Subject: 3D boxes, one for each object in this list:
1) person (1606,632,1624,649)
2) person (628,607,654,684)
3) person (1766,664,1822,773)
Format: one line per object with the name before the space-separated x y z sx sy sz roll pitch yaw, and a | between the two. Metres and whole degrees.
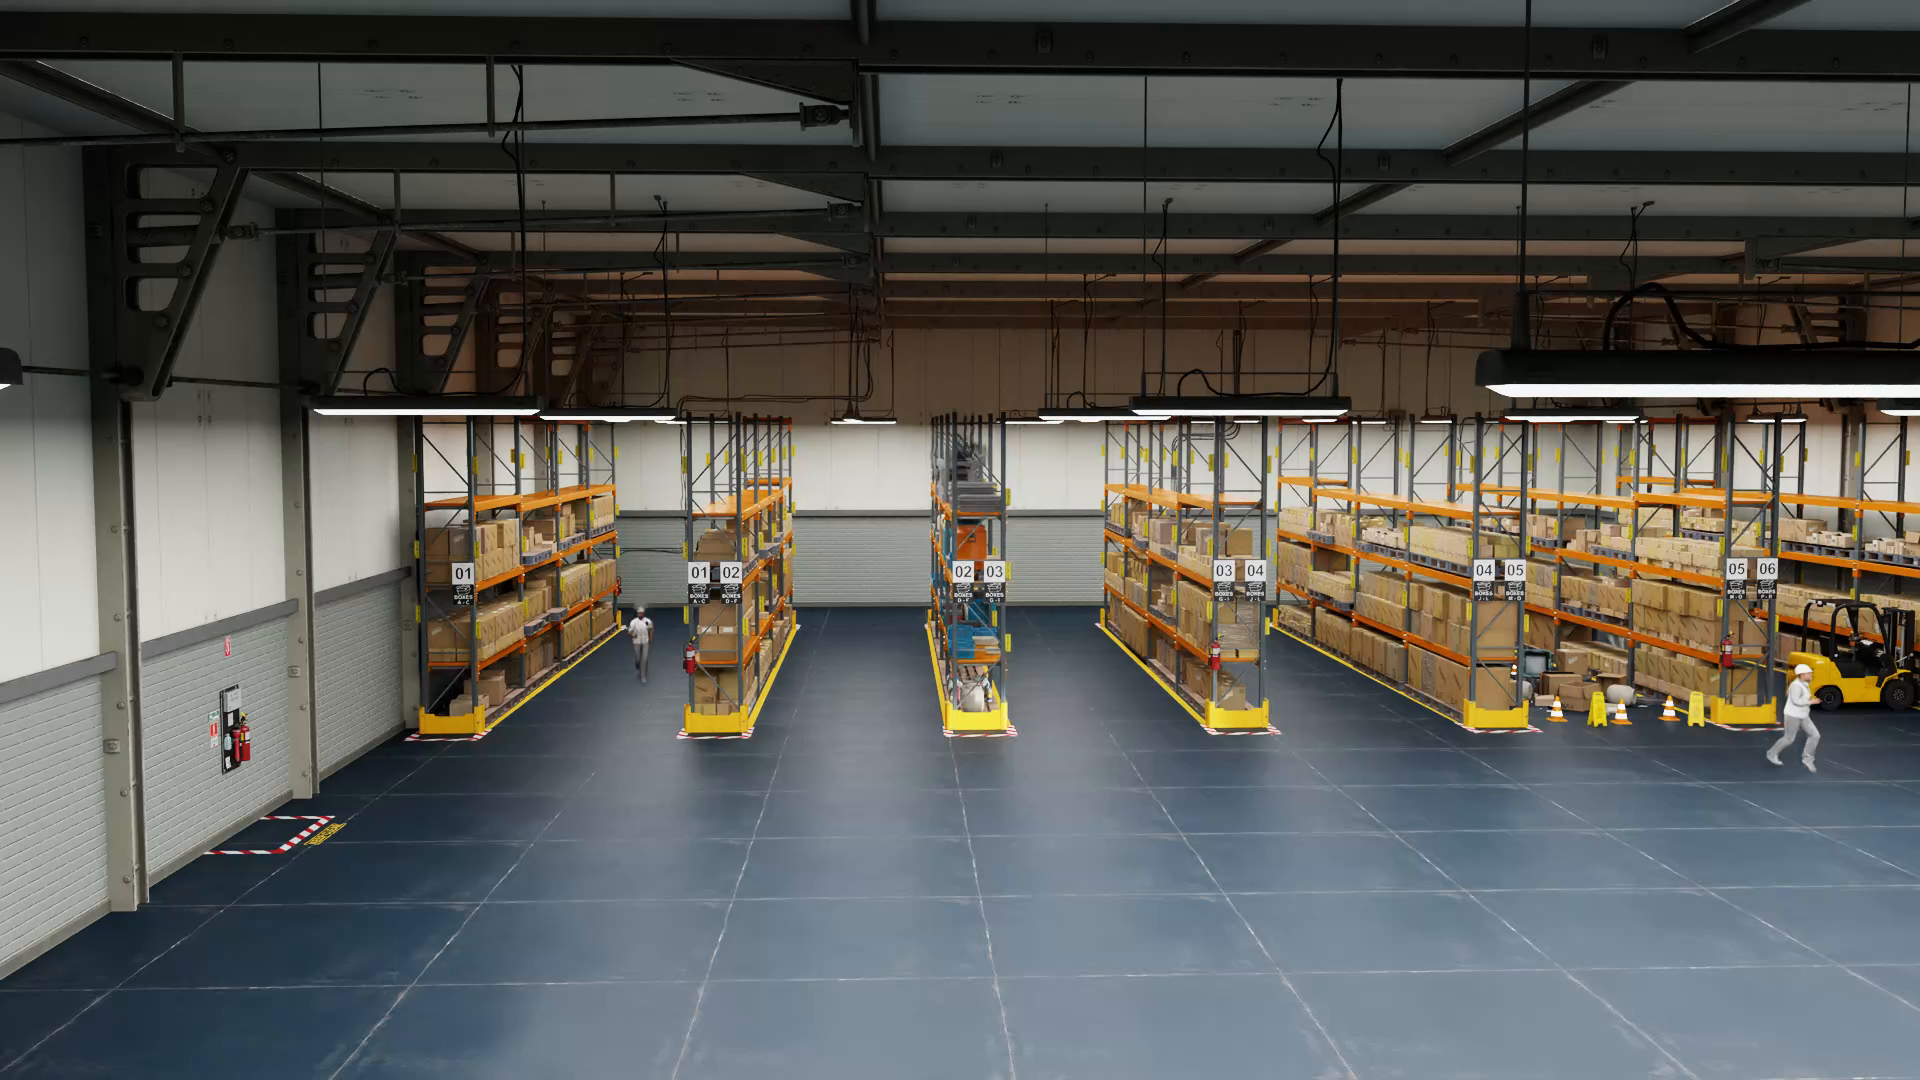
person | 16.419 2.076 41.633 0.626 1.662 0.637 0 4 0
person | -7.162 2.330 37.360 0.580 1.695 0.904 -1 4 -15
person | 13.925 2.959 27.745 0.853 1.816 0.678 4 5 43
